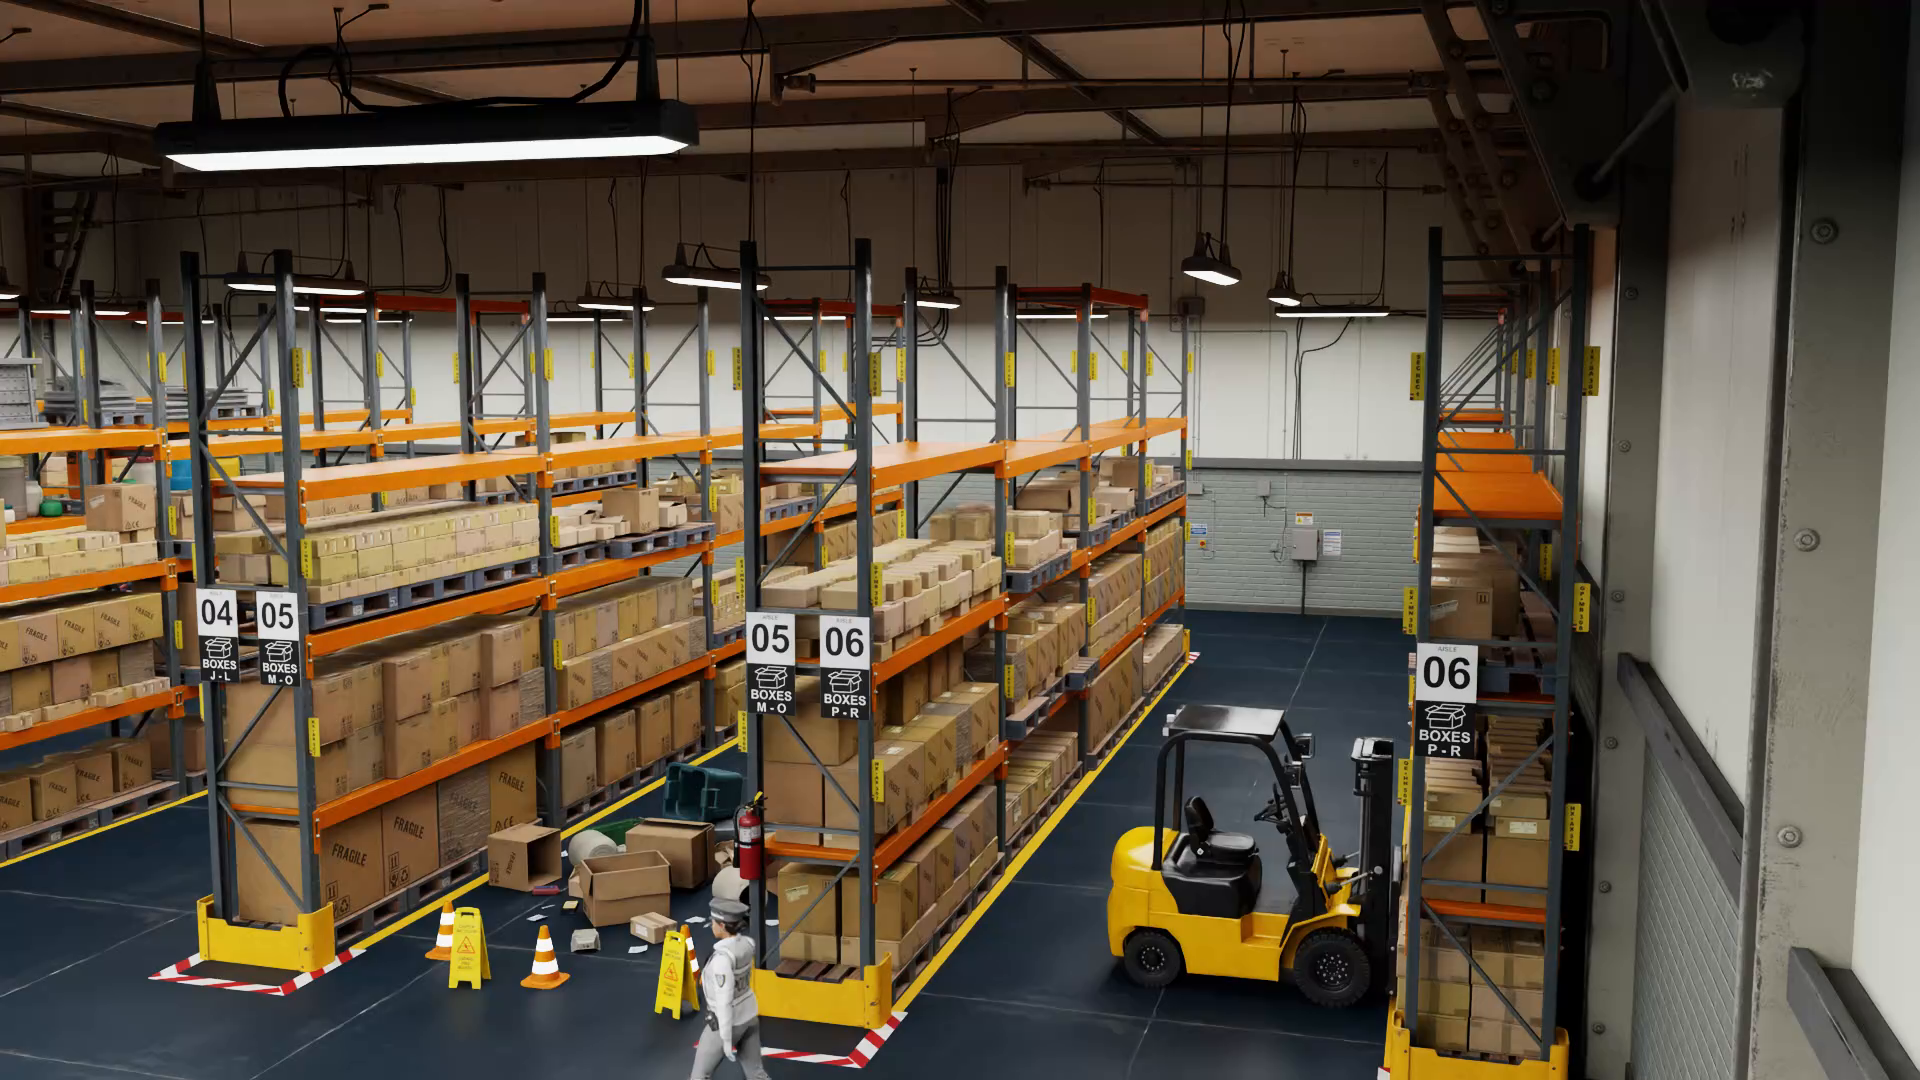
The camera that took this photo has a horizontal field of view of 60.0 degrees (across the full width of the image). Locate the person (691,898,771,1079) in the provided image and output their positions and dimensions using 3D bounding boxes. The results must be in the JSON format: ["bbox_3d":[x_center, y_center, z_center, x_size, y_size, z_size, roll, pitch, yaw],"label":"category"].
[{"bbox_3d":[-1.532,3.143,10.843,0.869,1.630,0.495,3,7,27],"label":"person"}]

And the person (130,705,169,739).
[{"bbox_3d":[-10.509,1.915,21.612,0.626,1.711,0.637,1,6,6],"label":"person"}]
